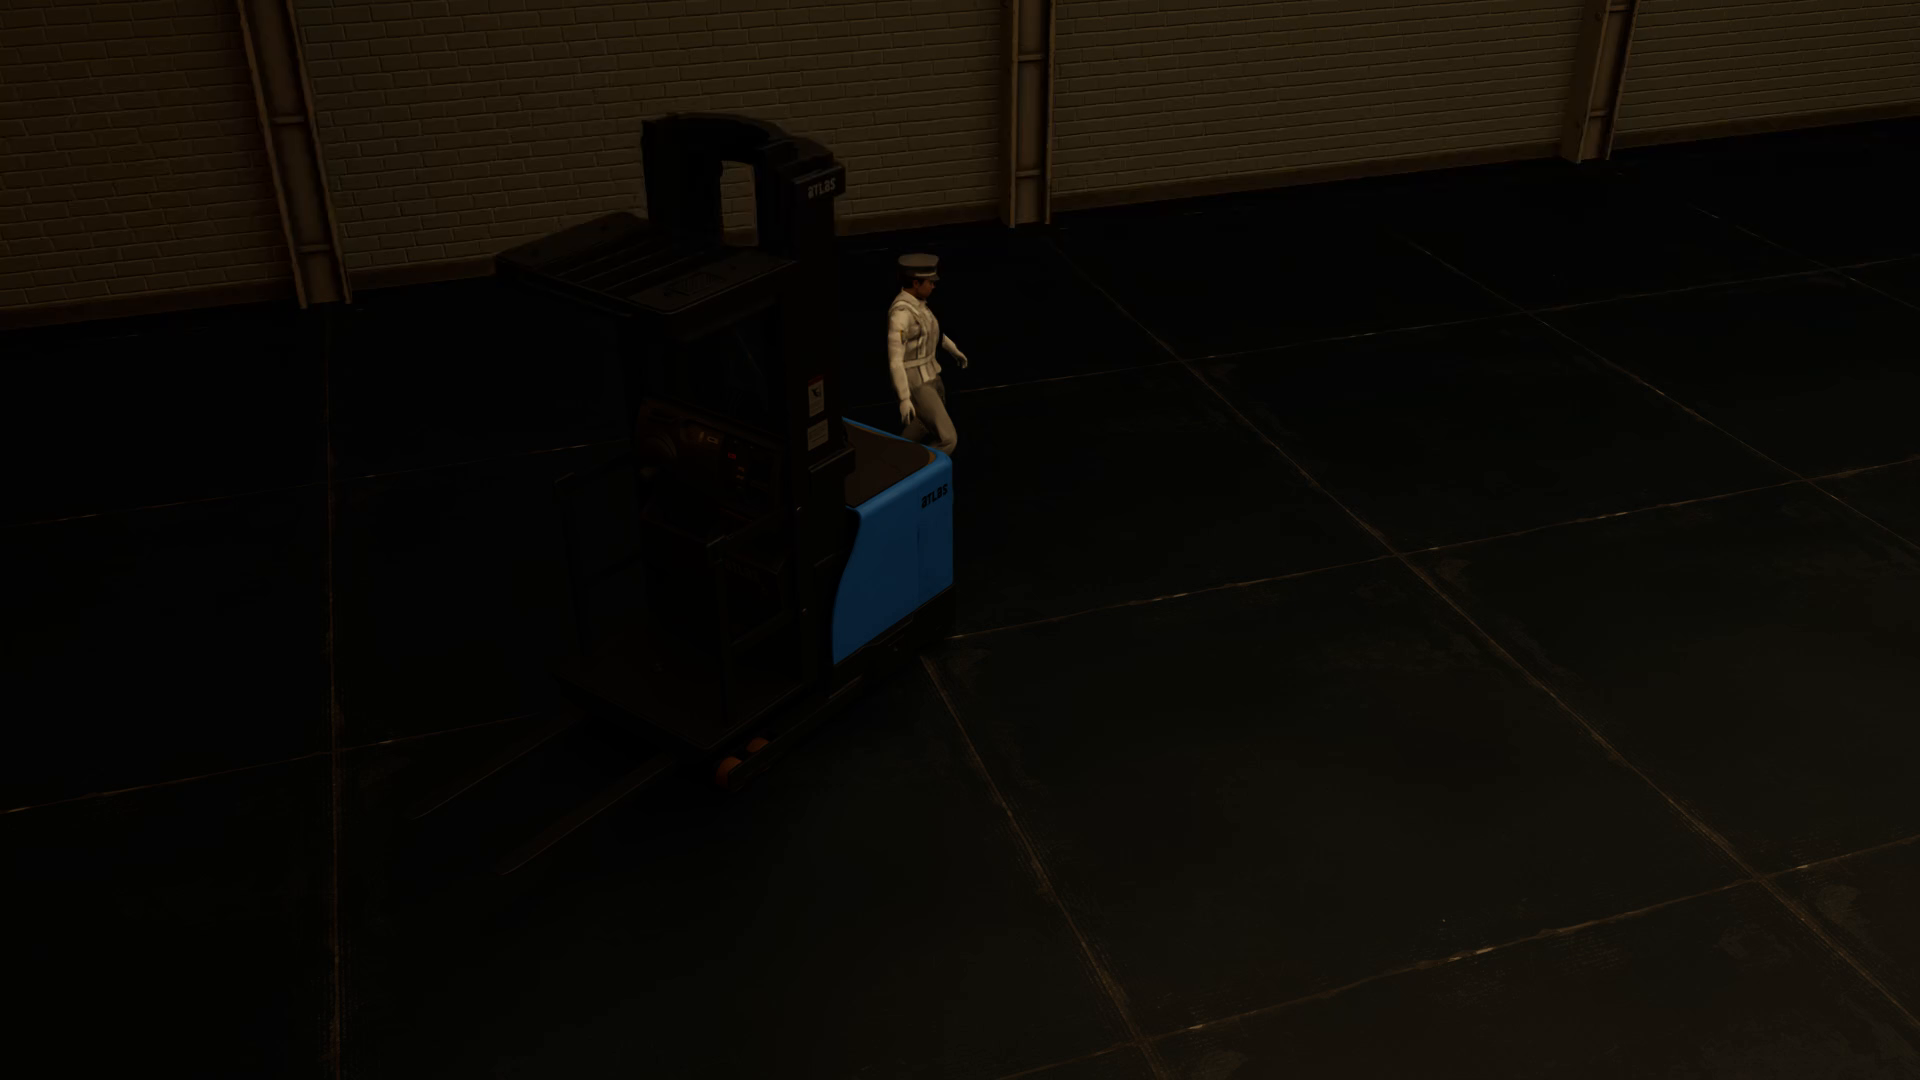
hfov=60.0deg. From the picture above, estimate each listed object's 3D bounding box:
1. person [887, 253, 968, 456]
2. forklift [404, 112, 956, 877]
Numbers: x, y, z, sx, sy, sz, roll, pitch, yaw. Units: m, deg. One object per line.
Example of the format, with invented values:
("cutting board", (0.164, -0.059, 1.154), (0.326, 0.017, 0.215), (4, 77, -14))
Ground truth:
("person", (-0.241, -0.999, 10.245), (0.612, 1.558, 0.869), (7, 31, 12))
("forklift", (-1.312, -0.346, 7.689), (1.130, 2.935, 3.031), (21, 36, 32))
